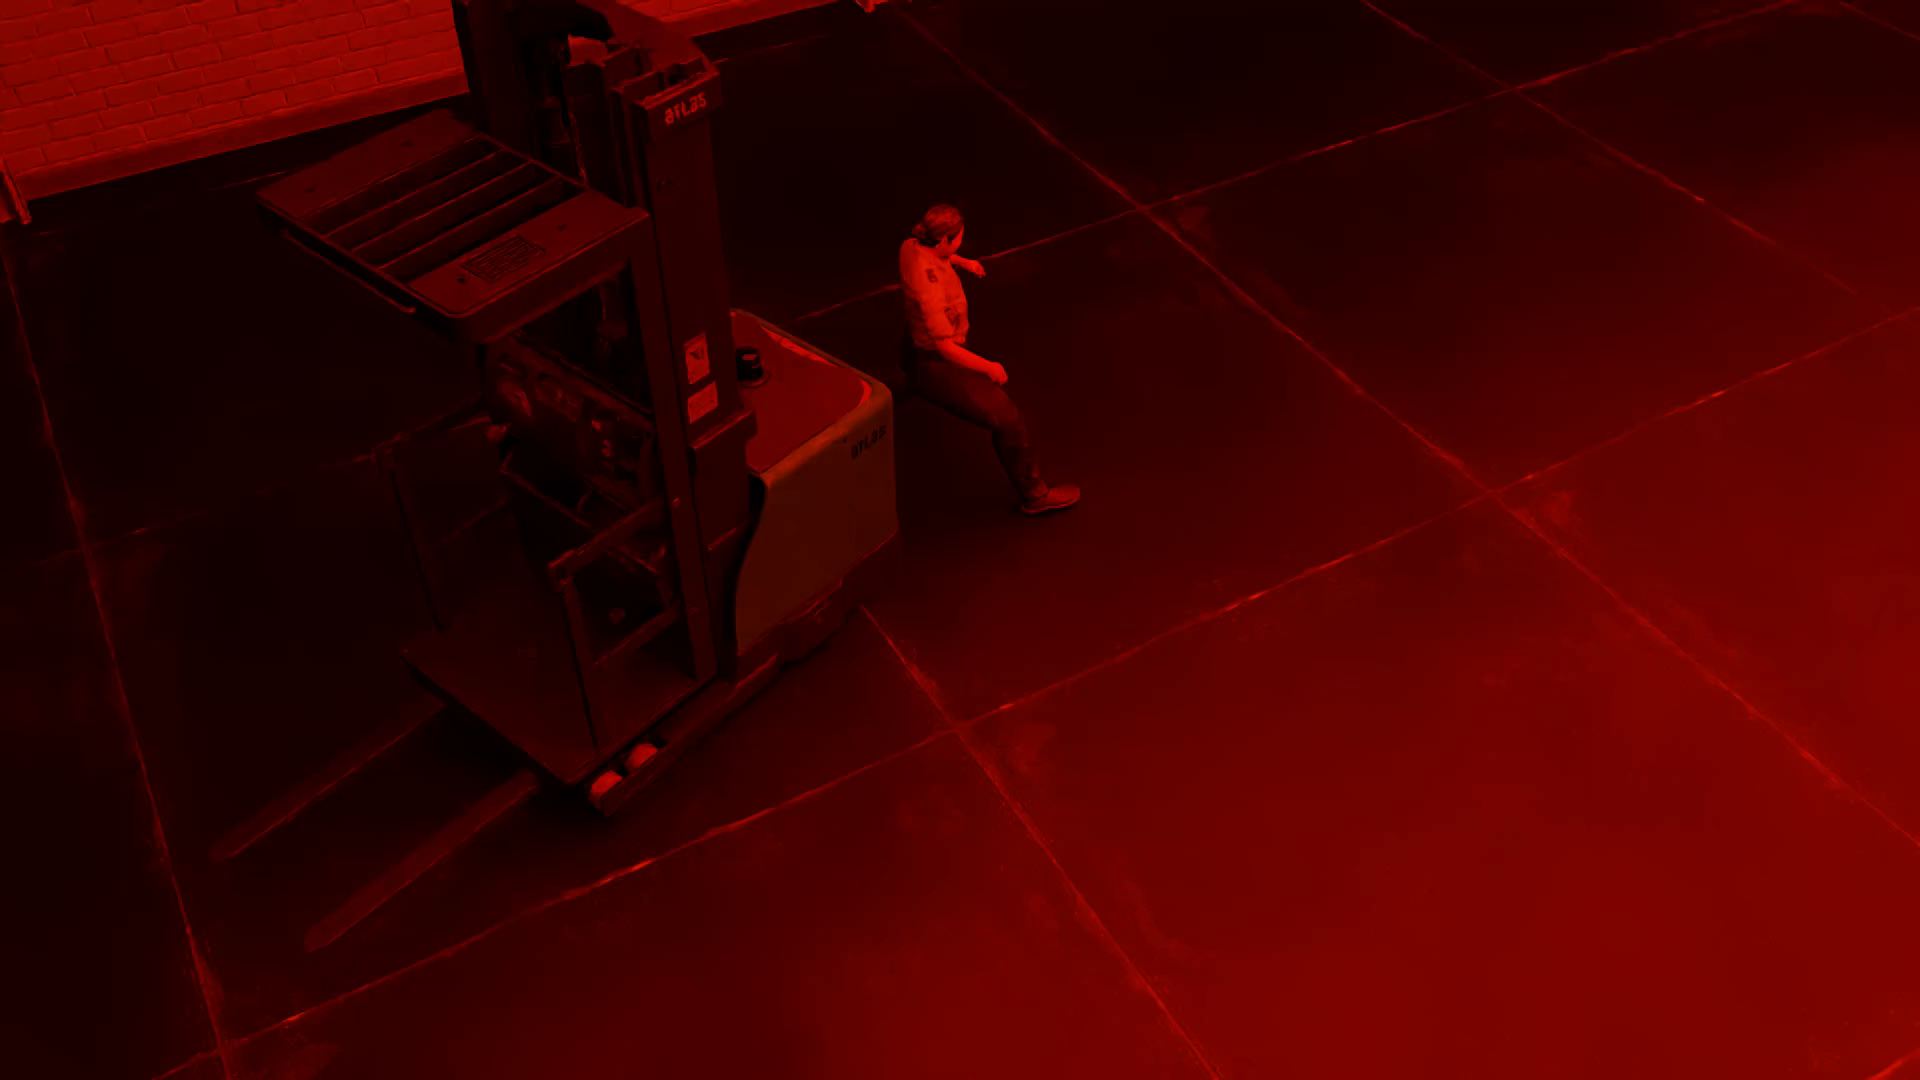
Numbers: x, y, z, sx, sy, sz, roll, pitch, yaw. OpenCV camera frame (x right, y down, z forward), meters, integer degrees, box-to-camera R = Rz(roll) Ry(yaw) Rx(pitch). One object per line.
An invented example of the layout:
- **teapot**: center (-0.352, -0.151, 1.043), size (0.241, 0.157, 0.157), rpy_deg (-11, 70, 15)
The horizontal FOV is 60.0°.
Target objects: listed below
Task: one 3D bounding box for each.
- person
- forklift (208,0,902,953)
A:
- **person**: center (-0.006, -0.935, 7.782), size (0.996, 1.490, 0.998), rpy_deg (-10, 44, -10)
- **forklift**: center (-1.601, -0.370, 6.097), size (1.130, 2.935, 3.031), rpy_deg (30, 50, 28)
